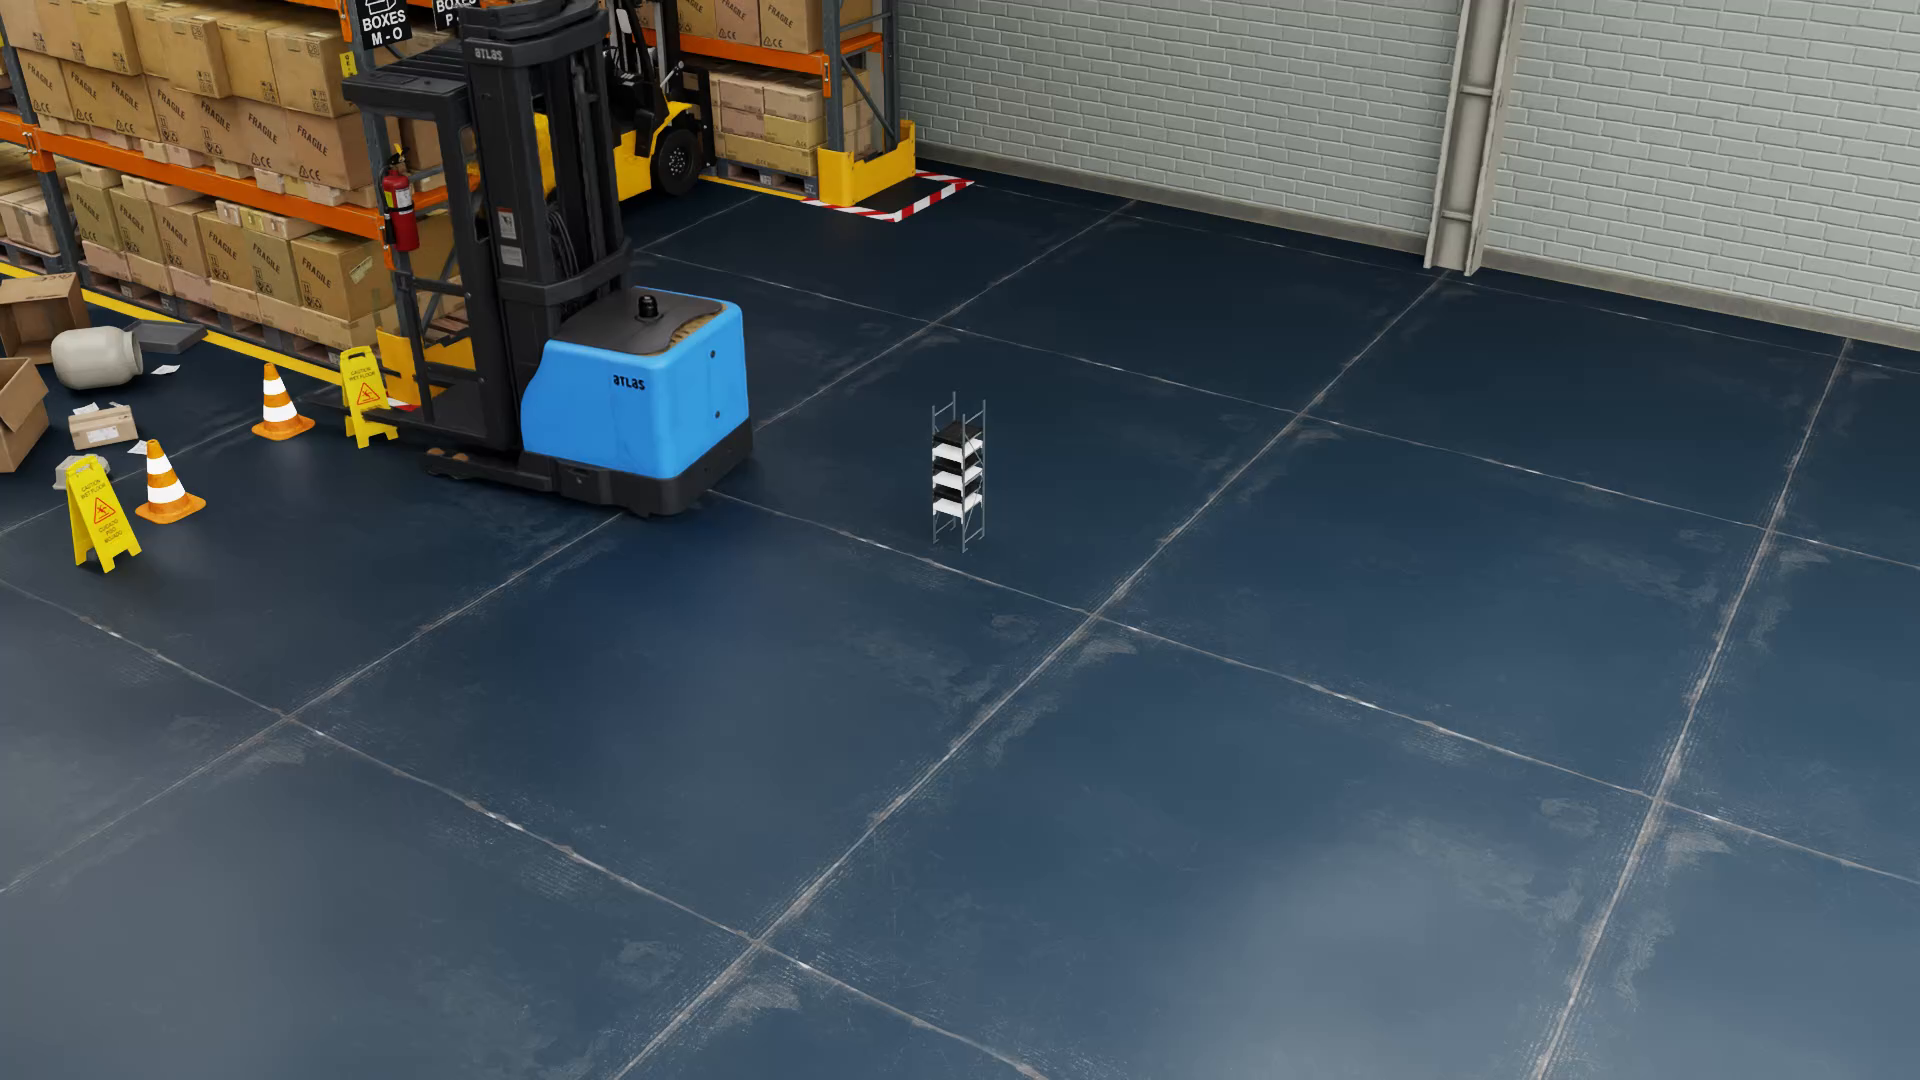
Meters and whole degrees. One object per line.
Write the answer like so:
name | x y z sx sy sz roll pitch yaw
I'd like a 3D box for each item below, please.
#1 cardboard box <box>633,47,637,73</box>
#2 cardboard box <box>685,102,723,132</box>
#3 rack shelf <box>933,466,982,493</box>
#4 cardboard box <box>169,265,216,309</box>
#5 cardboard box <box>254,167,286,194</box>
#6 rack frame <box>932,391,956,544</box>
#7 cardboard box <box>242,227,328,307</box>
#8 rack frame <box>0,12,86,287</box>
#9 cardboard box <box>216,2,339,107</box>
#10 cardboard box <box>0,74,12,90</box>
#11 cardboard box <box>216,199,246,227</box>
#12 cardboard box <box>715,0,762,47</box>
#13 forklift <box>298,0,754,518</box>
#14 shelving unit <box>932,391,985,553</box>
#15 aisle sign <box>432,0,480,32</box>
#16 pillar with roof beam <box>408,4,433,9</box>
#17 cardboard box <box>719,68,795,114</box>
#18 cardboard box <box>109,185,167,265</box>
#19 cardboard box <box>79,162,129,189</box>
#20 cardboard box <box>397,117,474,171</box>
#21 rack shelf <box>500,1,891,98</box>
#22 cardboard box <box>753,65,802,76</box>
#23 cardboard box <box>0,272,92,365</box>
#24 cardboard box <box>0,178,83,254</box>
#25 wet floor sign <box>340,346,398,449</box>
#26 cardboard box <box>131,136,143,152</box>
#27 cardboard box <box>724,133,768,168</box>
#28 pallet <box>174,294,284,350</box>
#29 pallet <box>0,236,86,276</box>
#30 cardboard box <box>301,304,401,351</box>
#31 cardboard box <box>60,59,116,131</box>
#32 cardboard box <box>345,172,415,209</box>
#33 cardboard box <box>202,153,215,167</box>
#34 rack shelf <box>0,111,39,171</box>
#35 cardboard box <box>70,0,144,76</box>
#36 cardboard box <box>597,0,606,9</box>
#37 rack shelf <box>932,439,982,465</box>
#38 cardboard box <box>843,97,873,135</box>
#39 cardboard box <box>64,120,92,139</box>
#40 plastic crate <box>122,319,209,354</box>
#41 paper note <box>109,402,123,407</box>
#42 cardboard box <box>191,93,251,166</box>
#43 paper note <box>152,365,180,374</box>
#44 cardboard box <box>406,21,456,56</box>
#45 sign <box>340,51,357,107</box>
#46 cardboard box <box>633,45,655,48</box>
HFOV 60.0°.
cardboard box | -3.168 -4.574 16.106 0.500 0.250 0.500 19 35 29
cardboard box | -2.324 -4.085 15.764 0.500 0.250 0.500 17 34 26
rack shelf | -0.007 -0.362 9.716 0.200 0.077 0.258 18 35 27
cardboard box | -5.637 -2.003 12.692 0.500 0.250 0.500 17 34 27
cardboard box | -4.658 -2.545 11.558 0.250 0.149 0.380 18 35 28
rack frame | -0.093 -0.418 9.746 0.006 0.900 0.240 18 35 27
cardboard box | -4.775 -2.050 12.027 0.500 0.500 0.500 19 35 29
rack frame | -6.902 -3.562 13.052 0.127 3.000 1.000 18 35 27
cardboard box | -4.488 -3.277 11.175 0.500 0.500 0.700 18 35 28
cardboard box | -7.485 -3.655 13.043 0.250 0.149 0.380 18 35 28
cardboard box | -5.111 -2.401 11.986 0.250 0.149 0.380 19 35 29
cardboard box | -1.869 -4.816 15.102 0.500 0.500 0.500 19 35 29
forklift | -2.904 -1.878 10.232 3.031 2.935 1.130 12 32 20
shelving unit | -0.007 -0.391 9.699 0.210 0.900 0.258 18 35 27
aisle sign | -3.297 -3.729 10.758 0.004 0.787 0.394 18 35 27
pillar with roof beam | -8.360 -7.543 13.921 0.400 9.000 9.100 18 35 27
cardboard box | -1.870 -4.160 15.396 0.500 0.250 0.500 18 35 28
cardboard box | -6.086 -2.468 12.744 0.500 0.500 0.500 19 35 29
cardboard box | -6.472 -2.828 12.716 0.250 0.149 0.380 18 35 28
cardboard box | -3.768 -2.907 11.535 0.500 0.500 0.500 17 34 27
rack shelf | -2.572 -4.835 15.948 4.000 0.370 1.077 18 35 27
cardboard box | -1.610 -4.378 15.769 0.500 0.250 0.500 18 35 27
cardboard box | -6.718 -1.616 12.193 0.500 0.500 0.500 -9 32 -15
cardboard box | -7.348 -2.748 13.847 0.625 0.372 0.950 18 35 28
wet floor sign | -3.922 -0.966 10.938 0.267 0.644 0.232 -21 36 -32
cardboard box | -5.890 -2.989 12.319 0.250 0.149 0.380 17 34 27
cardboard box | -1.861 -3.732 15.655 0.500 0.250 0.500 18 35 27
pallet | -5.277 -1.866 12.912 1.213 0.211 1.003 18 35 27
pallet | -7.562 -2.566 14.111 1.213 0.211 1.003 18 35 27
cardboard box | -4.362 -1.592 11.987 0.500 0.250 0.500 17 34 27
cardboard box | -6.240 -3.372 12.332 0.500 0.500 0.500 17 34 27
cardboard box | -3.945 -2.391 11.293 0.250 0.149 0.380 19 35 29
cardboard box | -5.229 -2.809 12.010 0.250 0.149 0.380 18 35 27
rack shelf | -8.596 -3.787 14.151 4.000 0.370 1.077 18 35 27
cardboard box | -5.813 -3.663 11.838 0.500 0.500 0.700 17 34 26
cardboard box | -3.150 -5.227 15.806 0.500 0.500 0.500 17 34 27
rack shelf | -0.007 -0.518 9.626 0.200 0.077 0.258 18 35 27
cardboard box | -1.166 -4.034 15.677 0.500 0.250 0.500 18 35 28
cardboard box | -6.564 -3.187 12.658 0.250 0.149 0.380 19 35 29
plastic crate | -6.008 -1.530 12.466 0.583 0.080 0.402 6 31 10
paper note | -5.847 -0.938 11.520 0.123 0.001 0.032 18 35 27
cardboard box | -4.964 -2.962 11.628 0.500 0.500 0.500 17 34 27
paper note | -5.736 -1.236 12.010 0.148 0.019 0.142 6 31 10
cardboard box | -5.367 -5.183 17.771 0.625 0.625 0.875 17 34 27
sign | -3.826 -2.896 10.447 0.005 0.325 0.100 18 35 27
cardboard box | -2.888 -4.787 16.471 0.500 0.250 0.500 18 35 28
